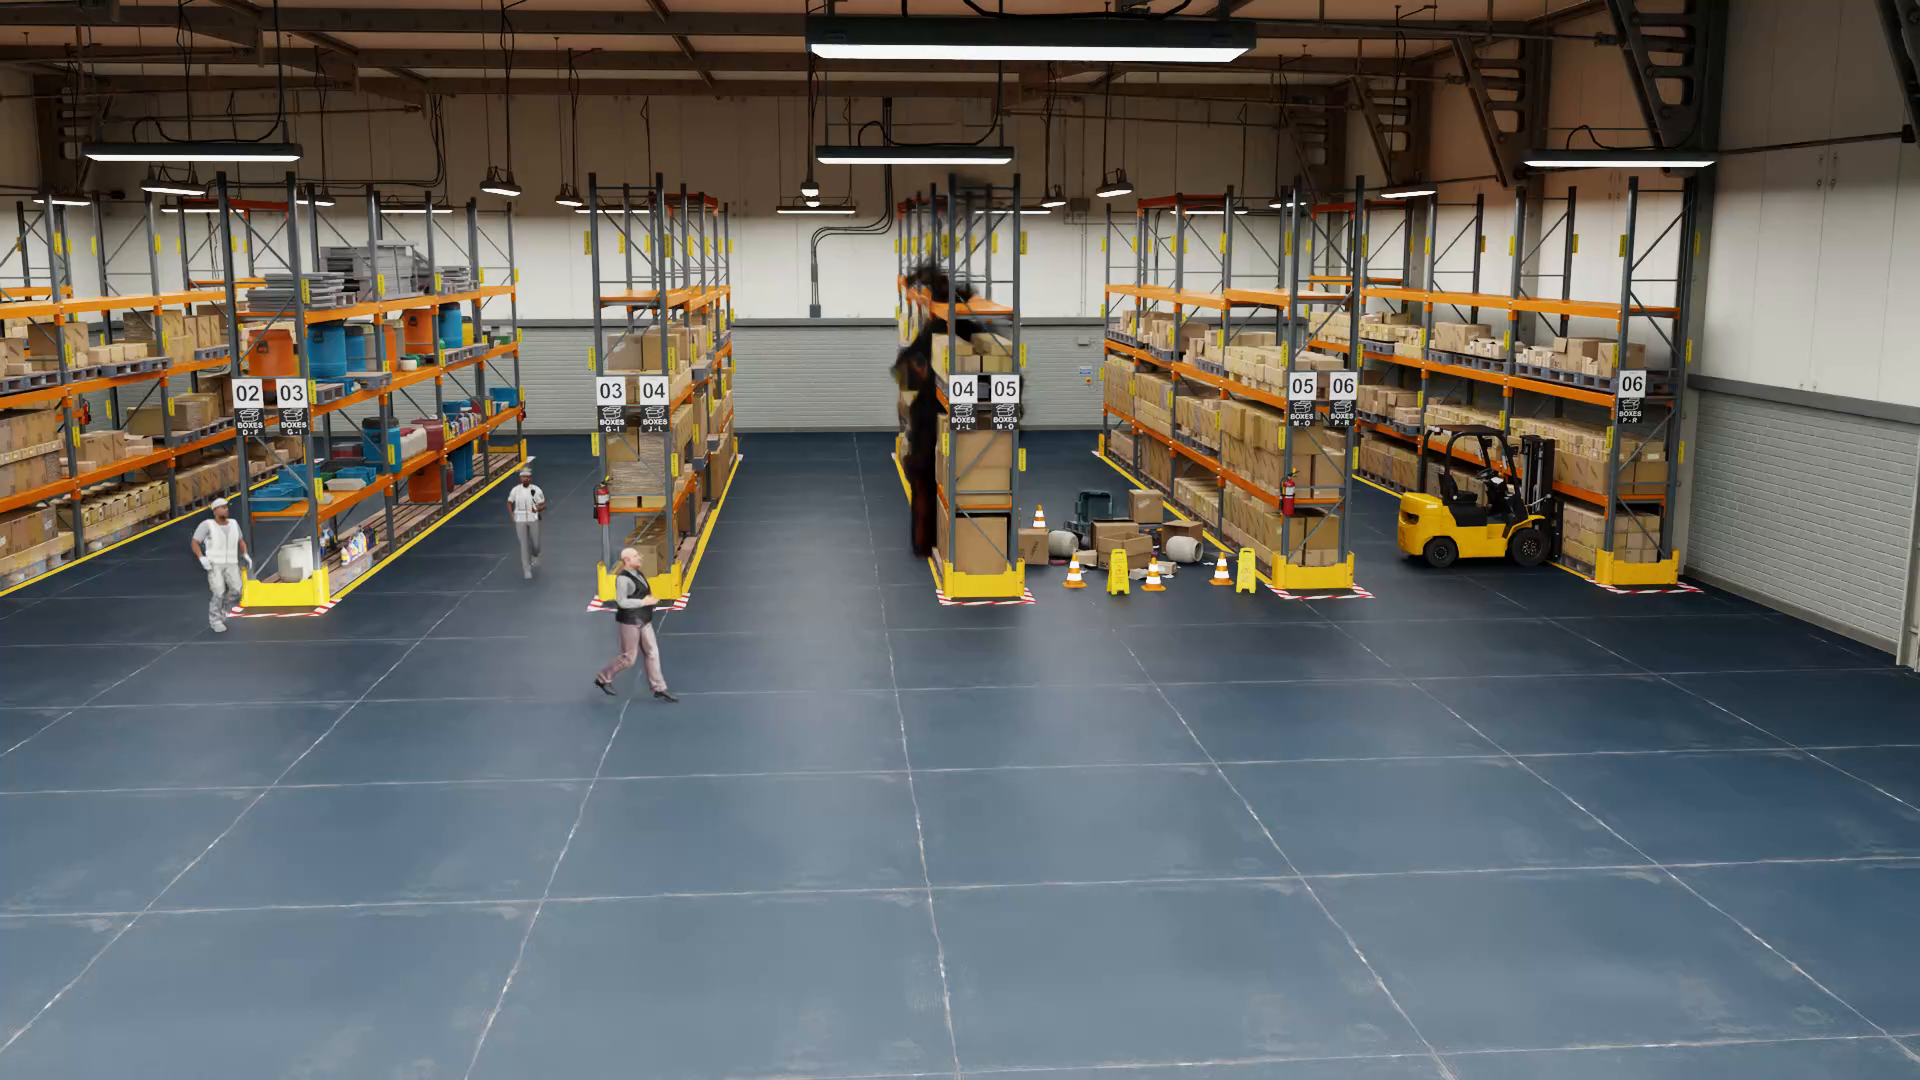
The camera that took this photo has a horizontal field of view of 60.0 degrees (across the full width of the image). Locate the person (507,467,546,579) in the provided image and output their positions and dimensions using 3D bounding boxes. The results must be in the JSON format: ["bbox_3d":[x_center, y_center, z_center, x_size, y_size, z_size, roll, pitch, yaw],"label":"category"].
[{"bbox_3d":[-6.645,-0.292,25.527,0.588,1.669,0.834,-3,10,-14],"label":"person"}]

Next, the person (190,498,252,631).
[{"bbox_3d":[-9.716,0.322,21.957,0.520,1.722,0.744,9,13,41],"label":"person"}]

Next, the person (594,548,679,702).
[{"bbox_3d":[-3.590,0.935,18.315,0.950,1.725,0.657,3,10,15],"label":"person"}]
